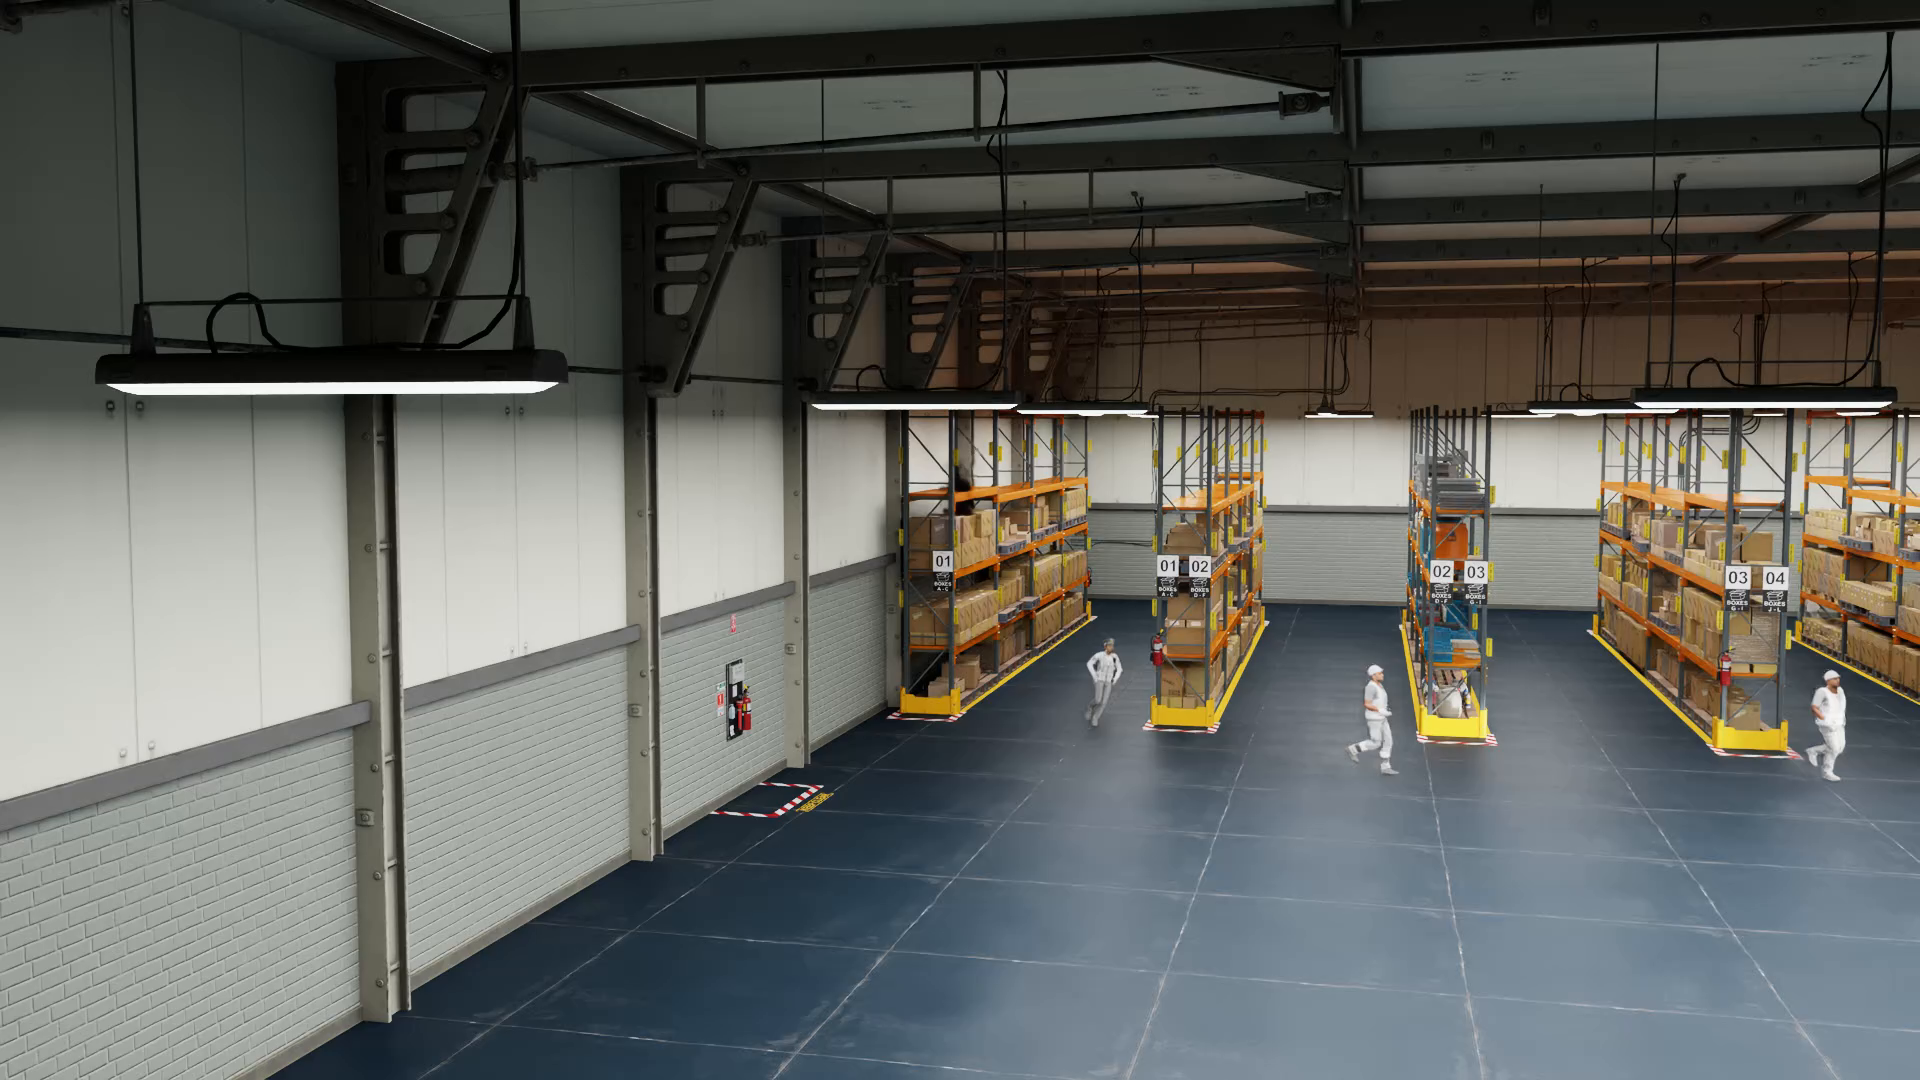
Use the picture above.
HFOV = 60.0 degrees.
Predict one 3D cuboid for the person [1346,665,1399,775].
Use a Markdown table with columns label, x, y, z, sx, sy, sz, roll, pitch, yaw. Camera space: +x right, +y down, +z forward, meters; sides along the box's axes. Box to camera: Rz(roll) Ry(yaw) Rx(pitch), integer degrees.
| label | x | y | z | sx | sy | sz | roll | pitch | yaw |
| --- | --- | --- | --- | --- | --- | --- | --- | --- | --- |
| person | 6.719 | 2.908 | 26.988 | 0.869 | 1.772 | 0.657 | 2 | 5 | 31 |

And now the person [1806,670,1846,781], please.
| label | x | y | z | sx | sy | sz | roll | pitch | yaw |
| --- | --- | --- | --- | --- | --- | --- | --- | --- | --- |
| person | 13.863 | 2.944 | 26.630 | 0.693 | 1.754 | 0.664 | -2 | 5 | -27 |

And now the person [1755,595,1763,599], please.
| label | x | y | z | sx | sy | sz | roll | pitch | yaw |
| --- | --- | --- | --- | --- | --- | --- | --- | --- | --- |
| person | 20.618 | 1.788 | 42.860 | 0.584 | 1.732 | 0.805 | 2 | 5 | 25 |

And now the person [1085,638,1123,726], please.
| label | x | y | z | sx | sy | sz | roll | pitch | yaw |
| --- | --- | --- | --- | --- | --- | --- | --- | --- | --- |
| person | 2.736 | 2.667 | 31.371 | 0.673 | 1.650 | 0.524 | -1 | 4 | -14 |

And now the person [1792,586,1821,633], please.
| label | x | y | z | sx | sy | sz | roll | pitch | yaw |
| --- | --- | --- | --- | --- | --- | --- | --- | --- | --- |
| person | 22.776 | 1.715 | 44.416 | 0.830 | 1.694 | 0.769 | 1 | 4 | 19 |
